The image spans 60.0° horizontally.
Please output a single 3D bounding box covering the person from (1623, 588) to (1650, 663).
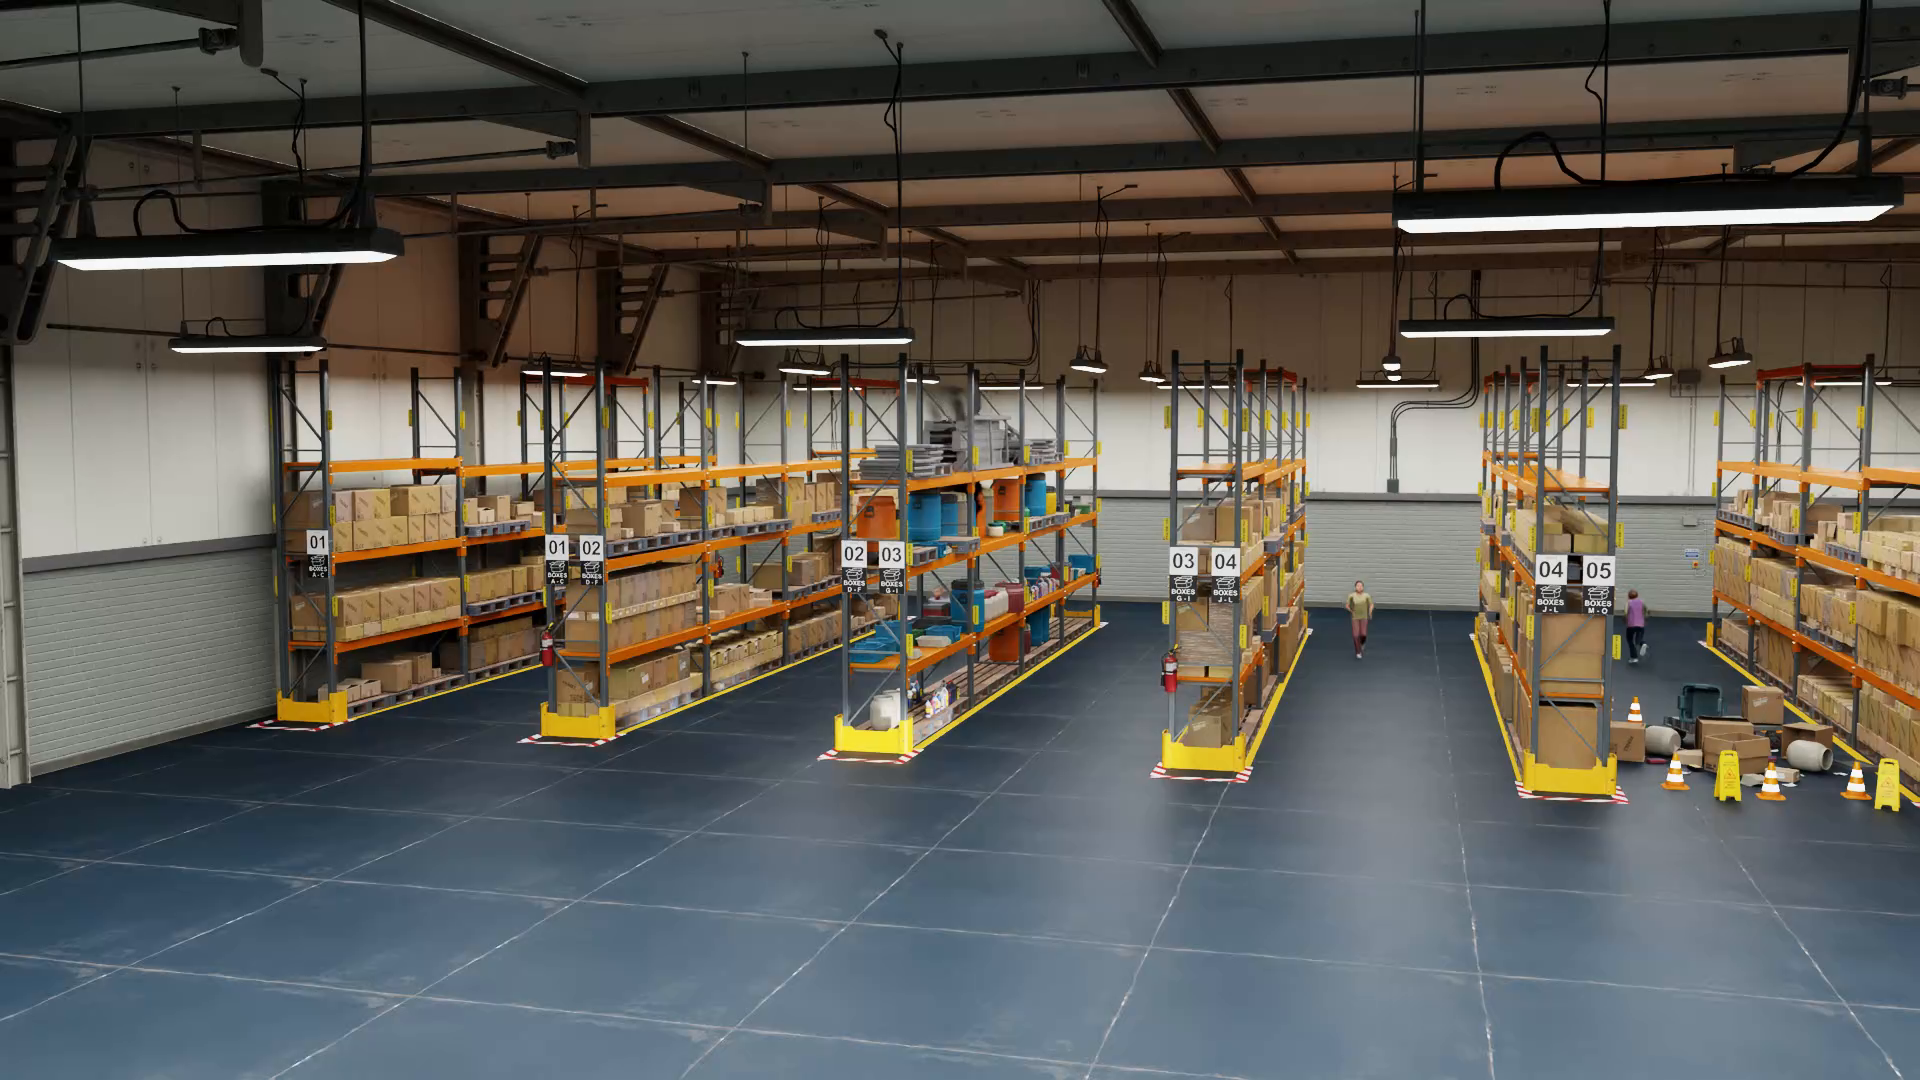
[{"bbox_3d":[13.888,1.795,34.109,0.551,1.576,0.767,0,4,0],"label":"person"}]

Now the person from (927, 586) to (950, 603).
[{"bbox_3d":[-0.438,1.692,34.179,0.592,1.496,0.871,1,4,13],"label":"person"}]

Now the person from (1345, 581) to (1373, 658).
[{"bbox_3d":[8.432,1.672,35.108,0.580,1.629,0.553,1,4,12],"label":"person"}]
